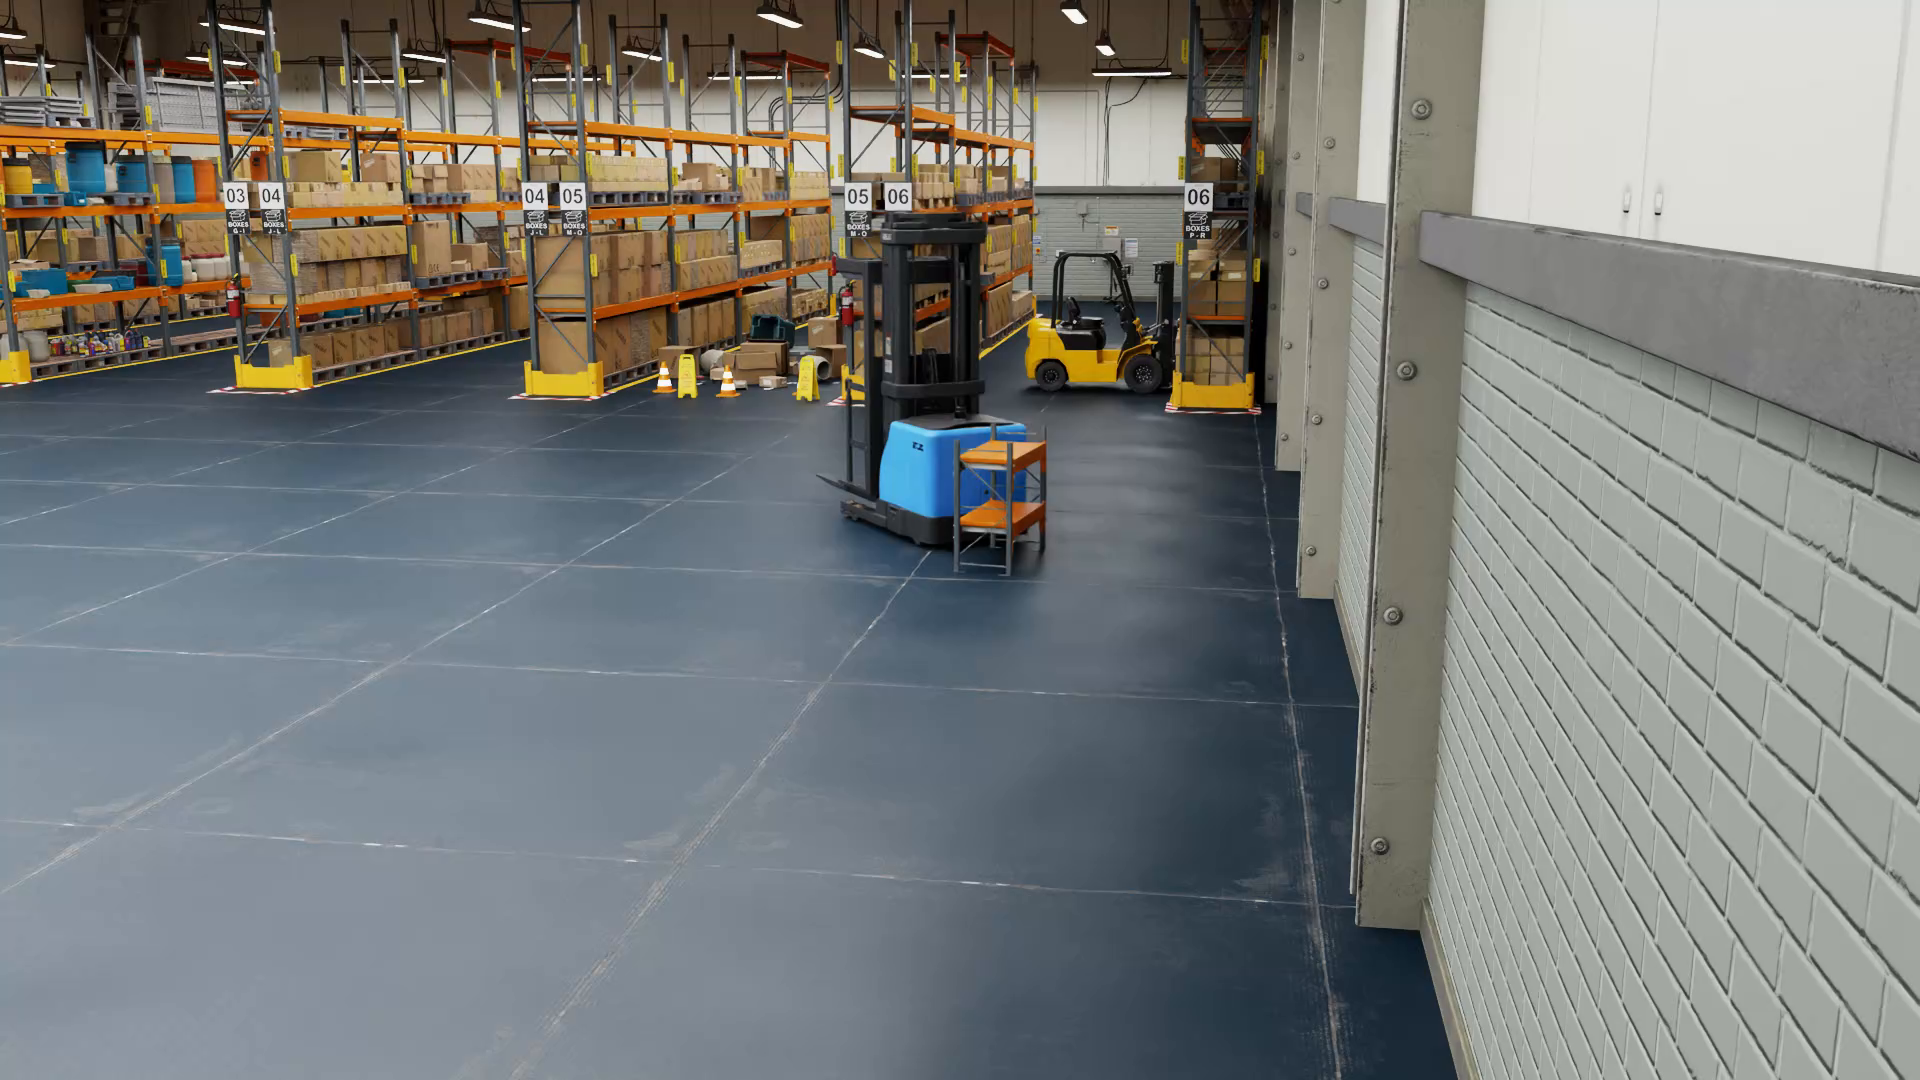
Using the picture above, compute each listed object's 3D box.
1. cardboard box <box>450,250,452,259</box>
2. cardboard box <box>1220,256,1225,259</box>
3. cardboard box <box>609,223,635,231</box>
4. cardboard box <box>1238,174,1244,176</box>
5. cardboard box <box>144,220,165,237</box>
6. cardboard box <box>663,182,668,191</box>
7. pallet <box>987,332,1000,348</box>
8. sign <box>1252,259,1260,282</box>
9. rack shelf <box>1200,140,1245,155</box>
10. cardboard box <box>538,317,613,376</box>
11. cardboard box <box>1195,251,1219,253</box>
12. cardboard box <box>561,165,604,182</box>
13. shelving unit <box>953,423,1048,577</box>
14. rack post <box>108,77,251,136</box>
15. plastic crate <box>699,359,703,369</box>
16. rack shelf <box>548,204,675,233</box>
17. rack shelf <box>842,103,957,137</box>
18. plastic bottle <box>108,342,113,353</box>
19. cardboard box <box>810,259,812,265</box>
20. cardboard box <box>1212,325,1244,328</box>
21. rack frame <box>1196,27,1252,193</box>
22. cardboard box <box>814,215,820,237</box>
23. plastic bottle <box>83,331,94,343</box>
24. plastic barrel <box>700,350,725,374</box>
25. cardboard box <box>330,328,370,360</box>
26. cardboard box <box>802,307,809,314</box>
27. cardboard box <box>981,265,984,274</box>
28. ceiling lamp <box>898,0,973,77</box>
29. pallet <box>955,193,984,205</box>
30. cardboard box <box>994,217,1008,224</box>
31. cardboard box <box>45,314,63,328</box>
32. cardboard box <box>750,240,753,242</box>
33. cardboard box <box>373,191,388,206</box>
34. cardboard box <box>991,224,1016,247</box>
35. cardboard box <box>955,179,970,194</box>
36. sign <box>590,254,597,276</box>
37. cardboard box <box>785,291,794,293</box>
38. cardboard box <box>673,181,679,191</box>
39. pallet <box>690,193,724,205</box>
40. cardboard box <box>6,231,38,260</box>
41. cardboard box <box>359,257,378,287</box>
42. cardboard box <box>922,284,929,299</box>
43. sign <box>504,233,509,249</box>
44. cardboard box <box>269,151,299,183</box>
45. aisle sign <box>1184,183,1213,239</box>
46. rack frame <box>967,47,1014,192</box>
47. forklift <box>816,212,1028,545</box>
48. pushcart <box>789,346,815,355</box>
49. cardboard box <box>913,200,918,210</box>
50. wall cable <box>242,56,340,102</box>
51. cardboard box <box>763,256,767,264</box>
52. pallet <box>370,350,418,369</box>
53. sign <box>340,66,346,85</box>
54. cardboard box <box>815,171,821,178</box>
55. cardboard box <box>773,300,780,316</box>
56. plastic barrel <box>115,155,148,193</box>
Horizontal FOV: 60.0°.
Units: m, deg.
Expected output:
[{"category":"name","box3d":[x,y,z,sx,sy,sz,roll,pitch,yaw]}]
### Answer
[{"category":"cardboard box","box3d":[-10.203,-5.363,31.774,0.797,0.503,0.637,3,13,14]},{"category":"cardboard box","box3d":[4.135,-4.220,25.227,0.380,0.149,0.250,2,12,10]},{"category":"cardboard box","box3d":[-8.348,-7.570,41.127,0.500,0.500,0.500,2,12,9]},{"category":"cardboard box","box3d":[5.264,-6.896,31.713,0.380,0.149,0.250,1,12,7]},{"category":"cardboard box","box3d":[-19.114,-7.382,39.773,0.500,0.500,0.500,2,12,9]},{"category":"cardboard box","box3d":[-5.233,-6.073,28.553,0.380,0.149,0.250,2,12,8]},{"category":"pallet","box3d":[0.225,-4.054,33.559,1.003,0.211,1.213,2,12,9]},{"category":"sign","box3d":[4.251,-3.872,23.856,0.100,0.325,0.005,2,12,9]},{"category":"rack shelf","box3d":[5.242,-7.897,33.190,1.077,0.370,4.000,2,12,9]},{"category":"cardboard box","box3d":[-6.069,-3.039,26.278,0.875,0.875,0.875,2,12,9]},{"category":"cardboard box","box3d":[4.043,-4.659,27.266,0.380,0.149,0.250,2,12,10]},{"category":"cardboard box","box3d":[-5.780,-5.614,25.475,0.500,0.250,0.500,2,12,9]},{"category":"shelving unit","box3d":[0.354,-0.364,14.267,0.538,1.125,1.048,4,13,18]},{"category":"rack post","box3d":[-15.055,-8.347,32.147,1.013,1.000,3.121,2,12,9]},{"category":"plastic crate","box3d":[-4.225,-3.137,29.223,0.450,0.188,0.662,-3,8,40]},{"category":"rack shelf","box3d":[-5.801,-5.260,27.125,1.077,0.370,4.000,2,12,9]},{"category":"rack shelf","box3d":[-0.894,-6.586,26.163,1.077,0.370,4.000,2,12,9]},{"category":"plastic bottle","box3d":[-15.186,-3.441,29.697,0.097,0.201,0.097,0,12,0]},{"category":"cardboard box","box3d":[-3.703,-6.595,39.327,0.380,0.149,0.250,1,12,6]},{"category":"cardboard box","box3d":[4.280,-3.293,26.566,0.500,0.250,0.500,2,12,9]},{"category":"rack frame","box3d":[4.934,-8.028,31.140,1.000,3.000,0.127,2,12,9]},{"category":"cardboard box","box3d":[-3.621,-7.426,39.269,0.500,0.500,0.500,3,12,12]},{"category":"plastic bottle","box3d":[-15.836,-3.630,30.219,0.144,0.351,0.185,1,12,6]},{"category":"plastic barrel","box3d":[-4.152,-3.017,28.242,0.421,0.421,0.512,-10,16,-40]},{"category":"cardboard box","box3d":[-10.578,-3.394,28.814,0.500,0.500,0.500,1,12,4]},{"category":"cardboard box","box3d":[-3.730,-5.376,38.844,0.380,0.149,0.250,2,12,7]},{"category":"cardboard box","box3d":[0.247,-5.150,31.625,0.380,0.149,0.250,2,12,8]},{"category":"ceiling lamp","box3d":[-0.724,-13.344,41.952,2.000,3.185,0.800,2,12,9]},{"category":"pallet","box3d":[-0.230,-6.138,29.937,1.213,0.211,1.003,2,12,9]},{"category":"cardboard box","box3d":[0.949,-7.000,36.460,0.380,0.149,0.250,2,12,8]},{"category":"cardboard box","box3d":[-19.391,-4.642,35.198,0.500,0.250,0.500,2,12,10]},{"category":"cardboard box","box3d":[-4.778,-6.533,36.633,0.380,0.149,0.250,3,12,12]},{"category":"cardboard box","box3d":[-10.281,-5.925,28.858,0.500,0.250,0.500,2,12,10]},{"category":"cardboard box","box3d":[0.957,-6.717,36.686,0.500,0.500,0.500,2,12,9]},{"category":"cardboard box","box3d":[-0.100,-6.129,28.811,0.500,0.250,0.500,2,12,7]},{"category":"sign","box3d":[-5.561,-4.172,25.245,0.100,0.325,0.005,2,12,9]},{"category":"cardboard box","box3d":[-4.161,-5.843,39.600,0.380,0.149,0.250,2,12,11]},{"category":"cardboard box","box3d":[-5.153,-6.334,29.486,0.258,0.266,0.396,2,12,8]},{"category":"pallet","box3d":[-5.093,-6.400,31.155,1.003,0.211,1.213,2,12,11]},{"category":"cardboard box","box3d":[-23.614,-7.301,41.297,0.980,0.700,0.700,2,12,7]},{"category":"cardboard box","box3d":[-10.598,-4.636,28.698,0.875,0.500,0.500,2,12,9]},{"category":"cardboard box","box3d":[-0.778,-3.982,25.662,0.500,0.500,0.500,2,12,10]},{"category":"sign","box3d":[-9.226,-6.088,33.818,0.100,0.325,0.005,2,12,9]},{"category":"cardboard box","box3d":[-11.005,-6.147,27.402,0.500,0.500,0.500,2,12,9]},{"category":"aisle sign","box3d":[3.403,-4.696,23.751,0.394,0.787,0.004,2,12,9]},{"category":"rack frame","box3d":[0.644,-9.020,35.746,1.000,3.000,0.127,2,12,9]},{"category":"forklift","box3d":[-0.509,-1.651,15.955,1.130,2.935,3.031,-6,14,-27]},{"category":"pushcart","box3d":[-2.847,-3.204,29.222,1.648,0.377,0.936,-2,12,-11]},{"category":"cardboard box","box3d":[-0.830,-4.992,24.769,0.380,0.149,0.250,2,12,9]},{"category":"wall cable","box3d":[-19.320,-12.685,48.132,3.097,2.526,0.112,2,12,9]},{"category":"cardboard box","box3d":[-4.325,-5.949,35.335,0.380,0.149,0.250,2,12,11]},{"category":"pallet","box3d":[-10.447,-3.239,29.781,1.003,0.211,1.213,2,12,9]},{"category":"sign","box3d":[-10.928,-8.227,29.472,0.100,0.325,0.005,2,12,9]},{"category":"cardboard box","box3d":[-3.515,-8.653,39.385,0.380,0.149,0.250,2,12,10]},{"category":"cardboard box","box3d":[-4.207,-4.941,35.996,0.500,0.500,0.500,2,12,7]},{"category":"plastic barrel","box3d":[-15.409,-6.728,31.040,0.600,0.901,0.708,2,12,9]}]
